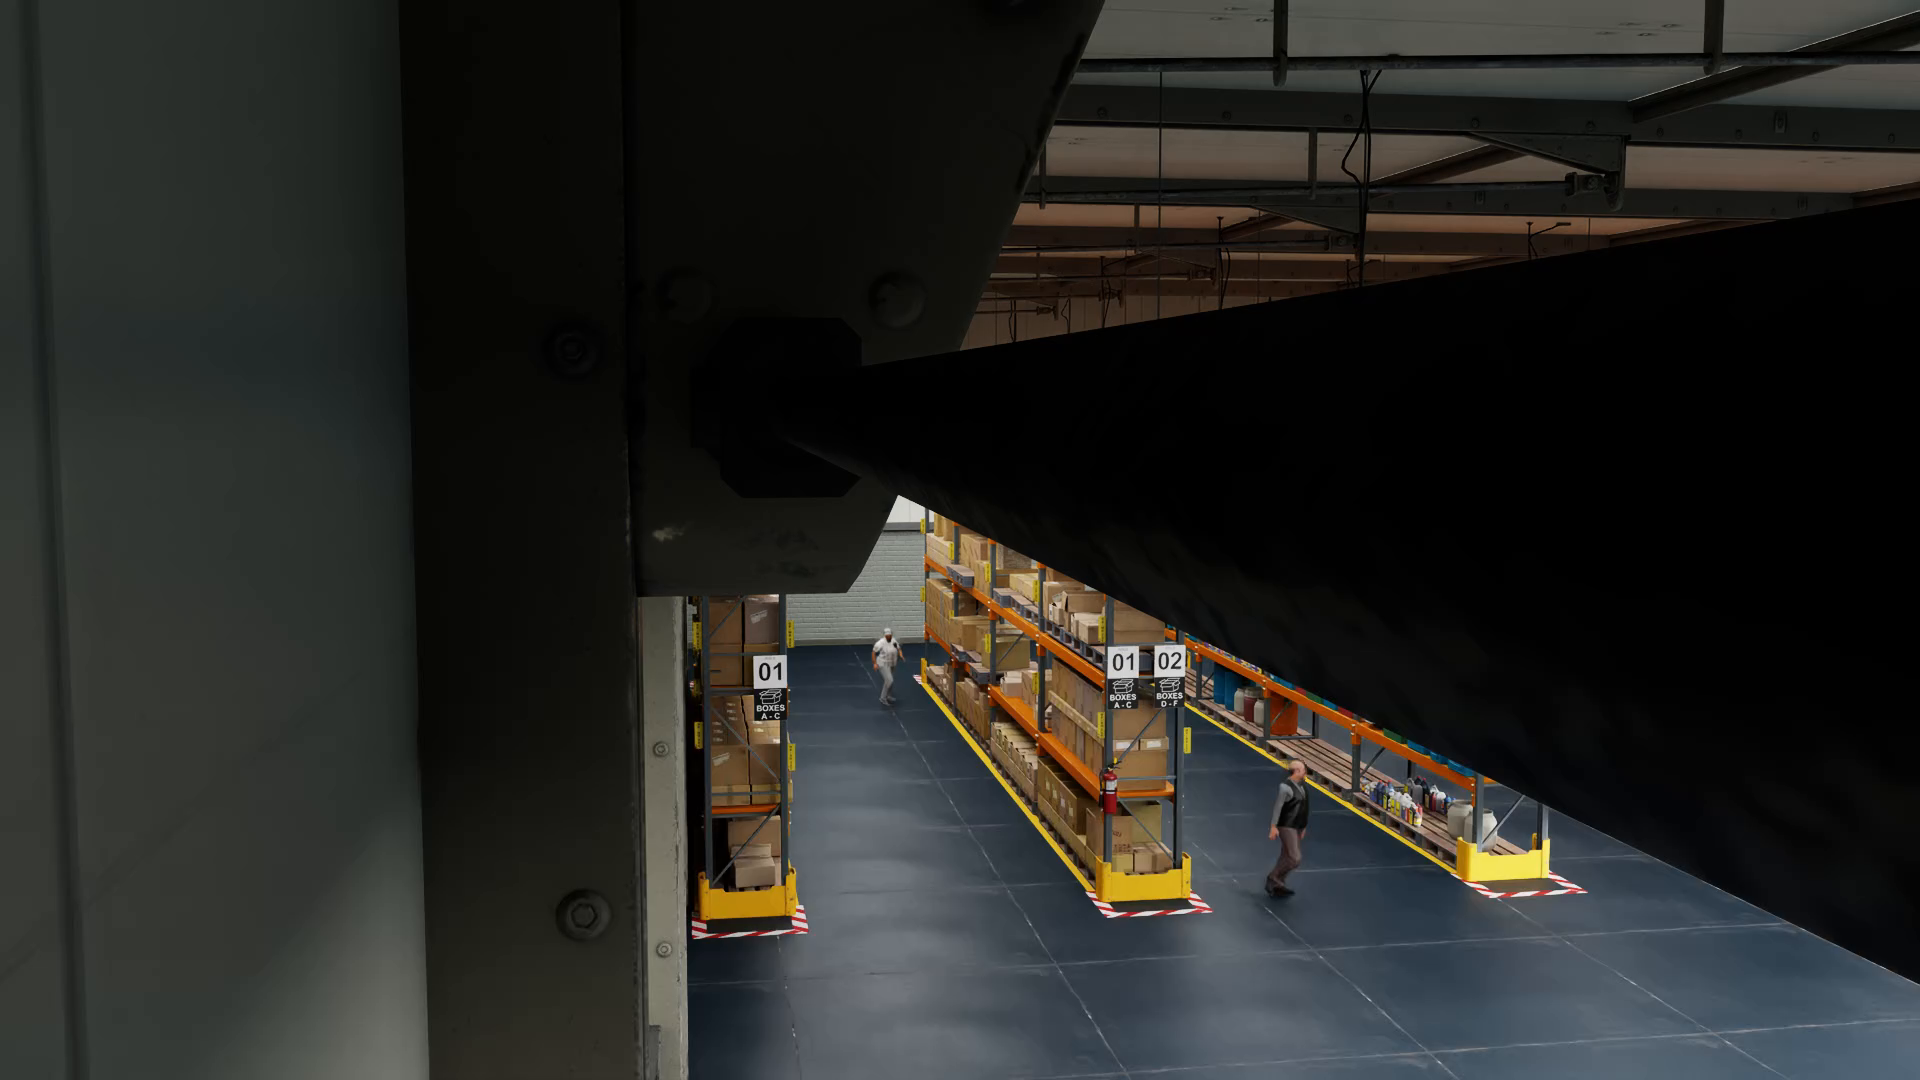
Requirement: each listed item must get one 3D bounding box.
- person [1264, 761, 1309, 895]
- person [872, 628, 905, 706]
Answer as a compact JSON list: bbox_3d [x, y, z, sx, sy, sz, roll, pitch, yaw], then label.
[{"bbox_3d":[4.143,3.624,20.925,0.480,1.702,0.641,4,6,36],"label":"person"},{"bbox_3d":[-1.429,2.585,33.975,0.761,1.633,0.628,5,7,42],"label":"person"}]
